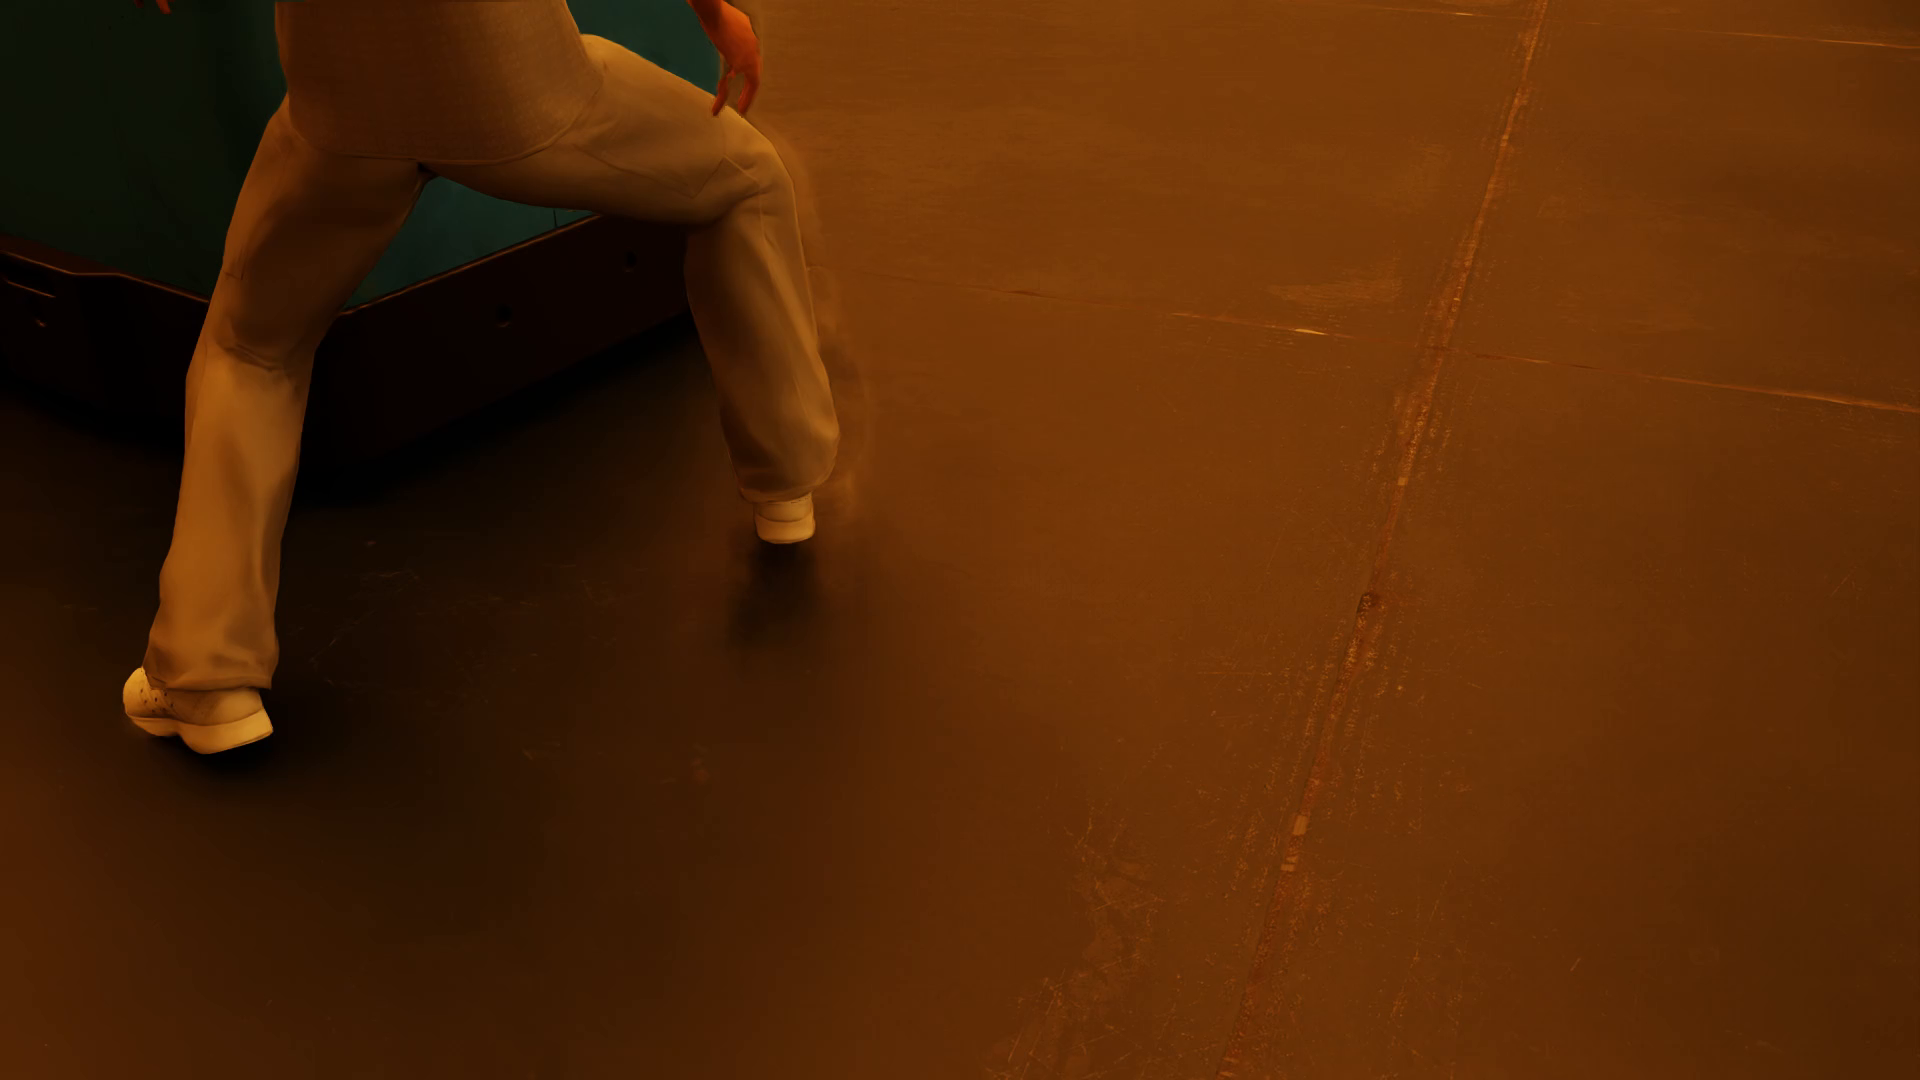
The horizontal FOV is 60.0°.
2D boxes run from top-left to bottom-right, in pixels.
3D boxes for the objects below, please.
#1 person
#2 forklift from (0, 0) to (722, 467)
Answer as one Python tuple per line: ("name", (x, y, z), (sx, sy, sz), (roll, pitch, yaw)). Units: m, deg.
("person", (-0.641, -0.555, 1.967), (0.900, 1.554, 0.795), (2, 30, 4))
("forklift", (-1.941, -1.925, 2.924), (3.031, 2.935, 1.130), (18, 34, 28))
